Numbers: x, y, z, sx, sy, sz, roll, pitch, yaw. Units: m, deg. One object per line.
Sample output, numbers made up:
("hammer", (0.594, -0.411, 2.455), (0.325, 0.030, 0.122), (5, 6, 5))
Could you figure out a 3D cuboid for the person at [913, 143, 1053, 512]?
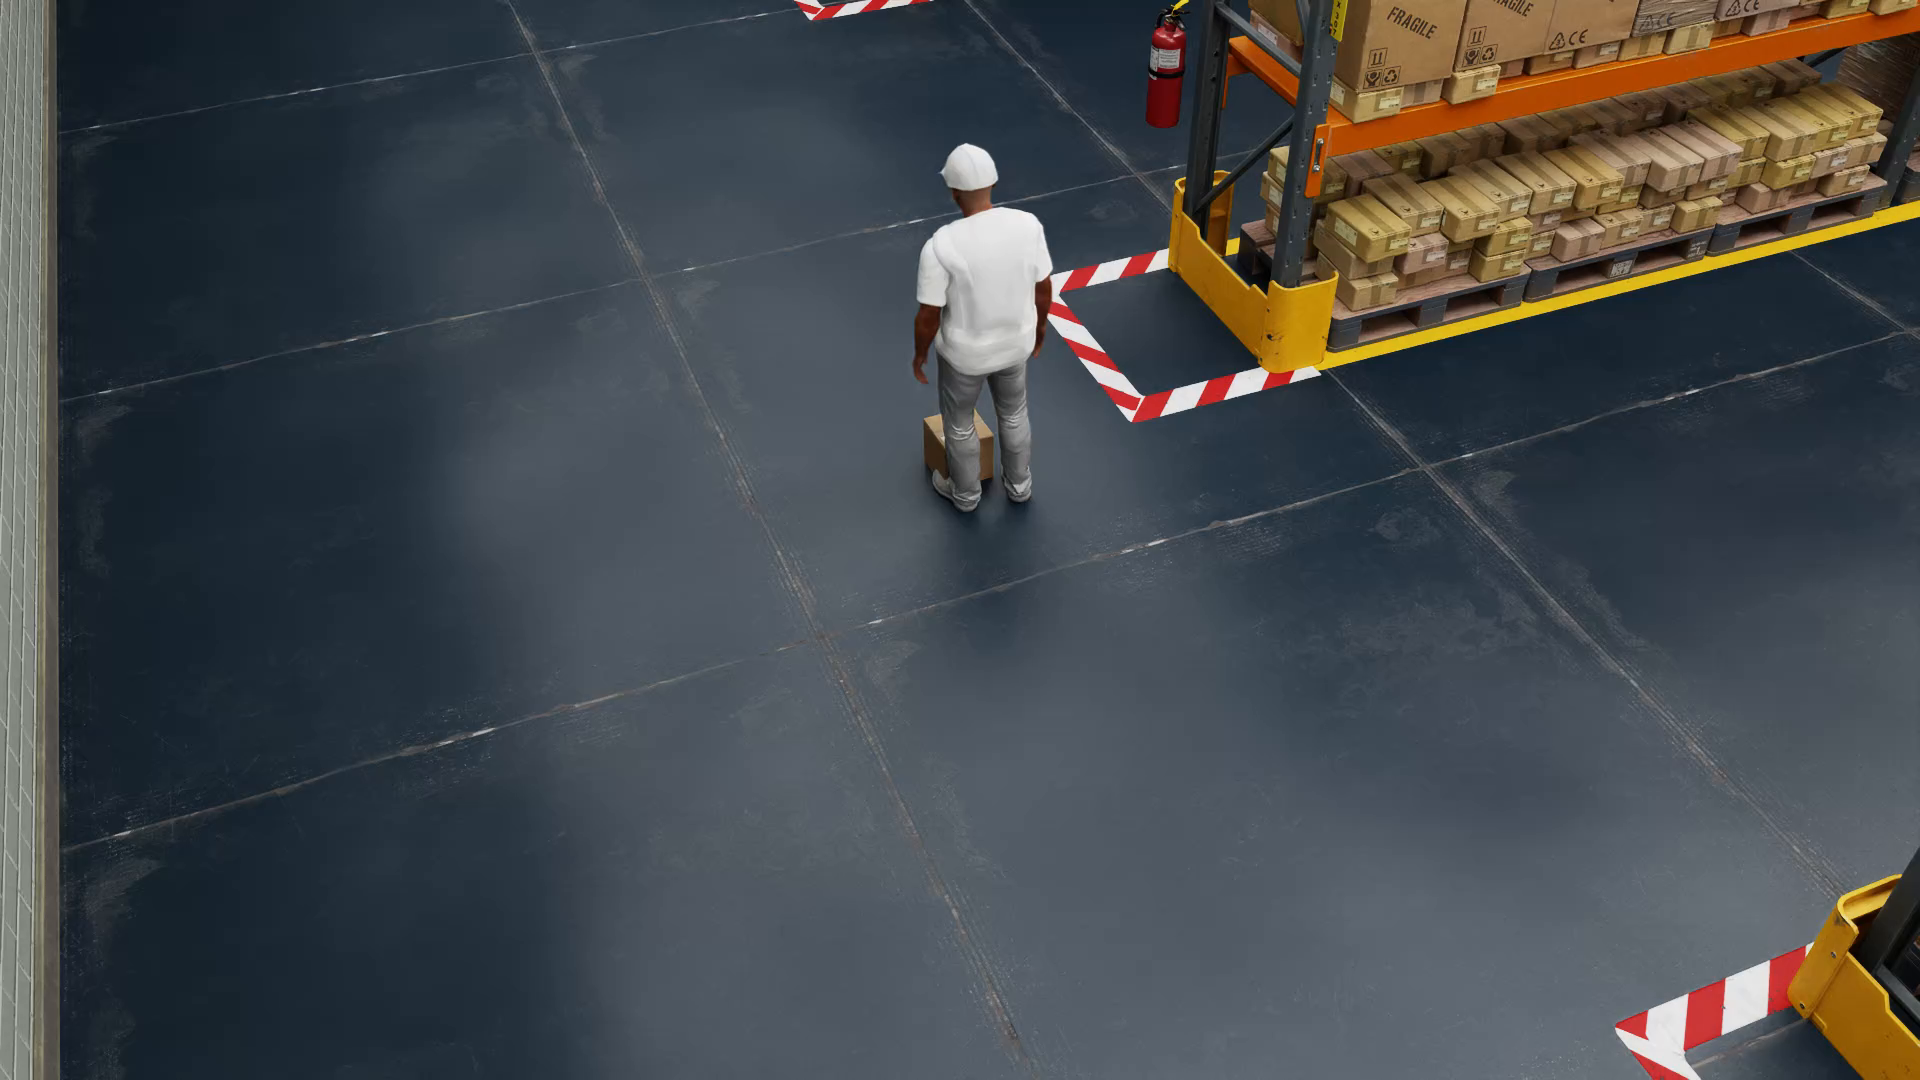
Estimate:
("person", (0.090, -0.861, 7.119), (0.629, 1.761, 0.462), (-16, 44, -17))
